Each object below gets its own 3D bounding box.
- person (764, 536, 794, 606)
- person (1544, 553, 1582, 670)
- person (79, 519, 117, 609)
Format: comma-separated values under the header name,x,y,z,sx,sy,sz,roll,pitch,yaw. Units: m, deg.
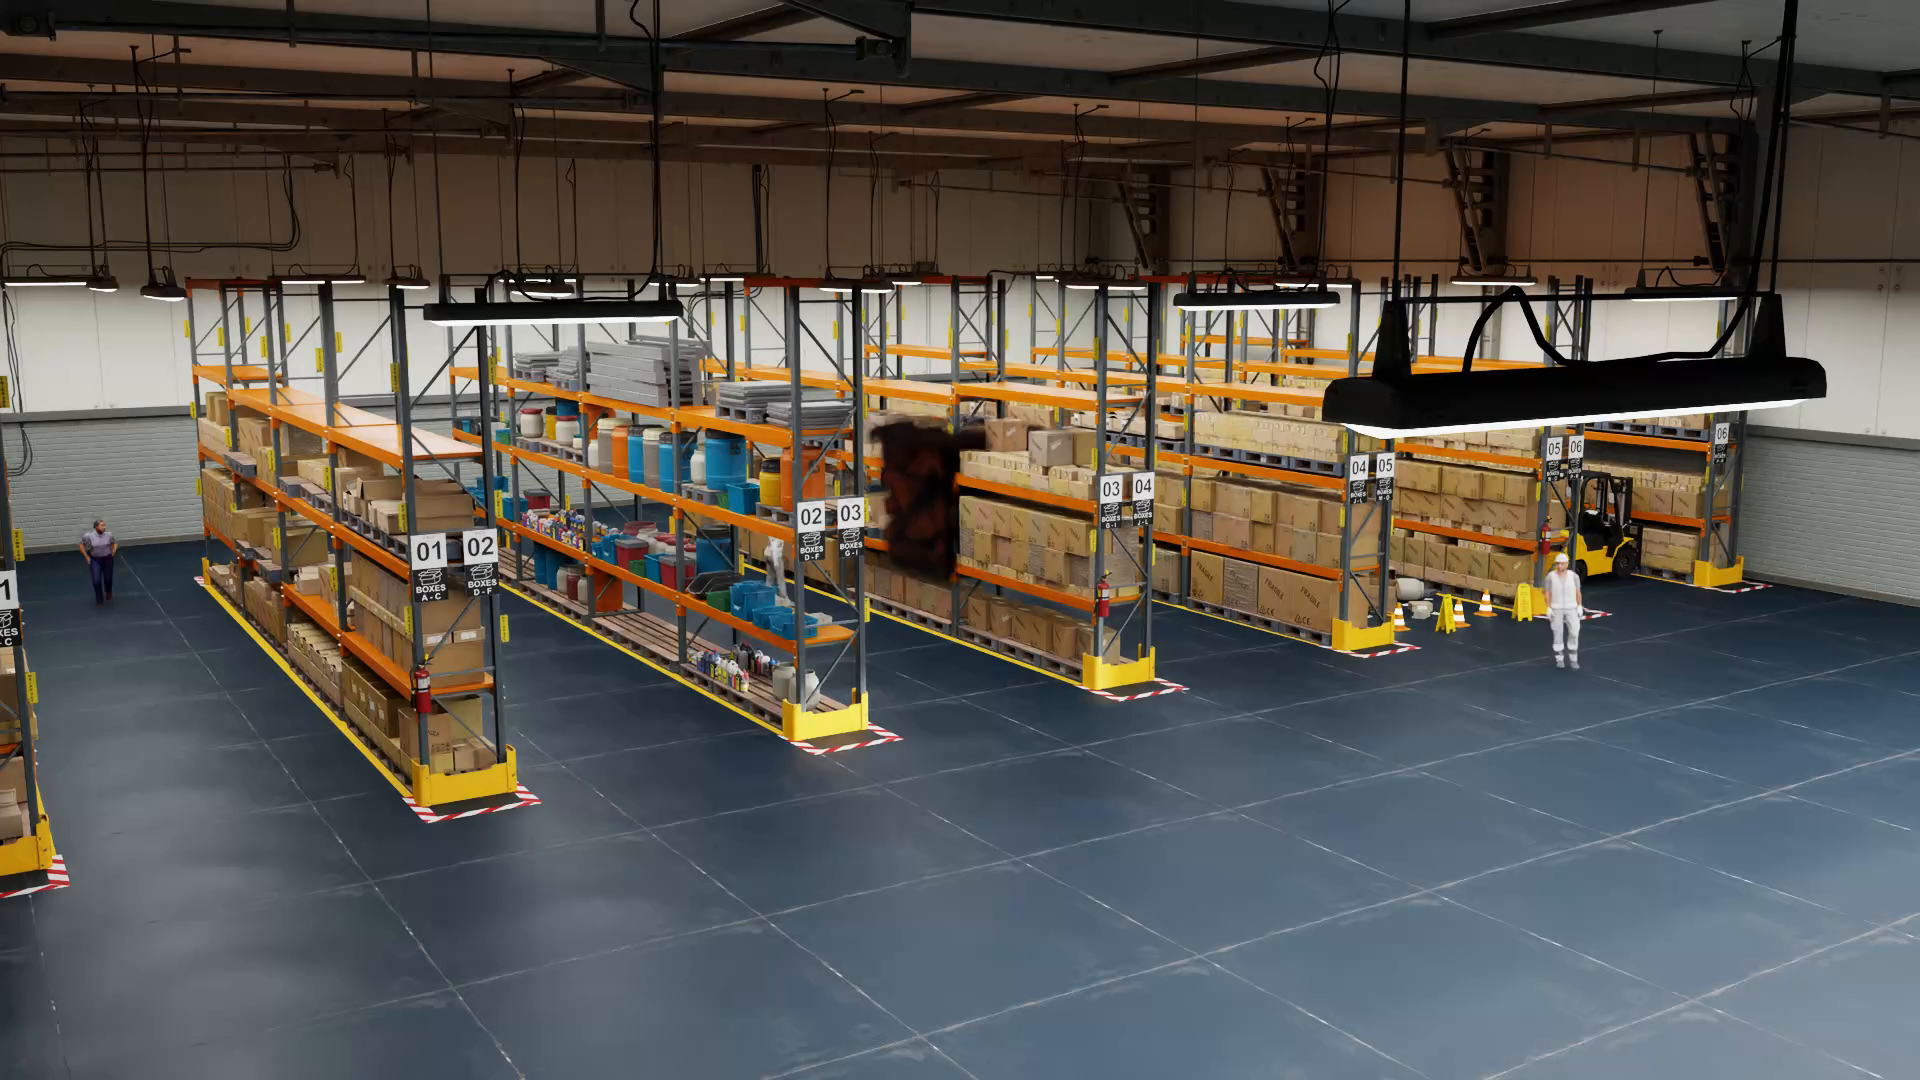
name,x,y,z,sx,sy,sz,roll,pitch,yaw
person,-3.201,0.317,29.288,0.528,1.675,0.508,-5,11,-25
person,9.441,1.116,26.037,0.605,1.822,0.382,2,10,11
person,-15.891,0.435,30.713,0.635,1.679,0.724,-5,11,-27
